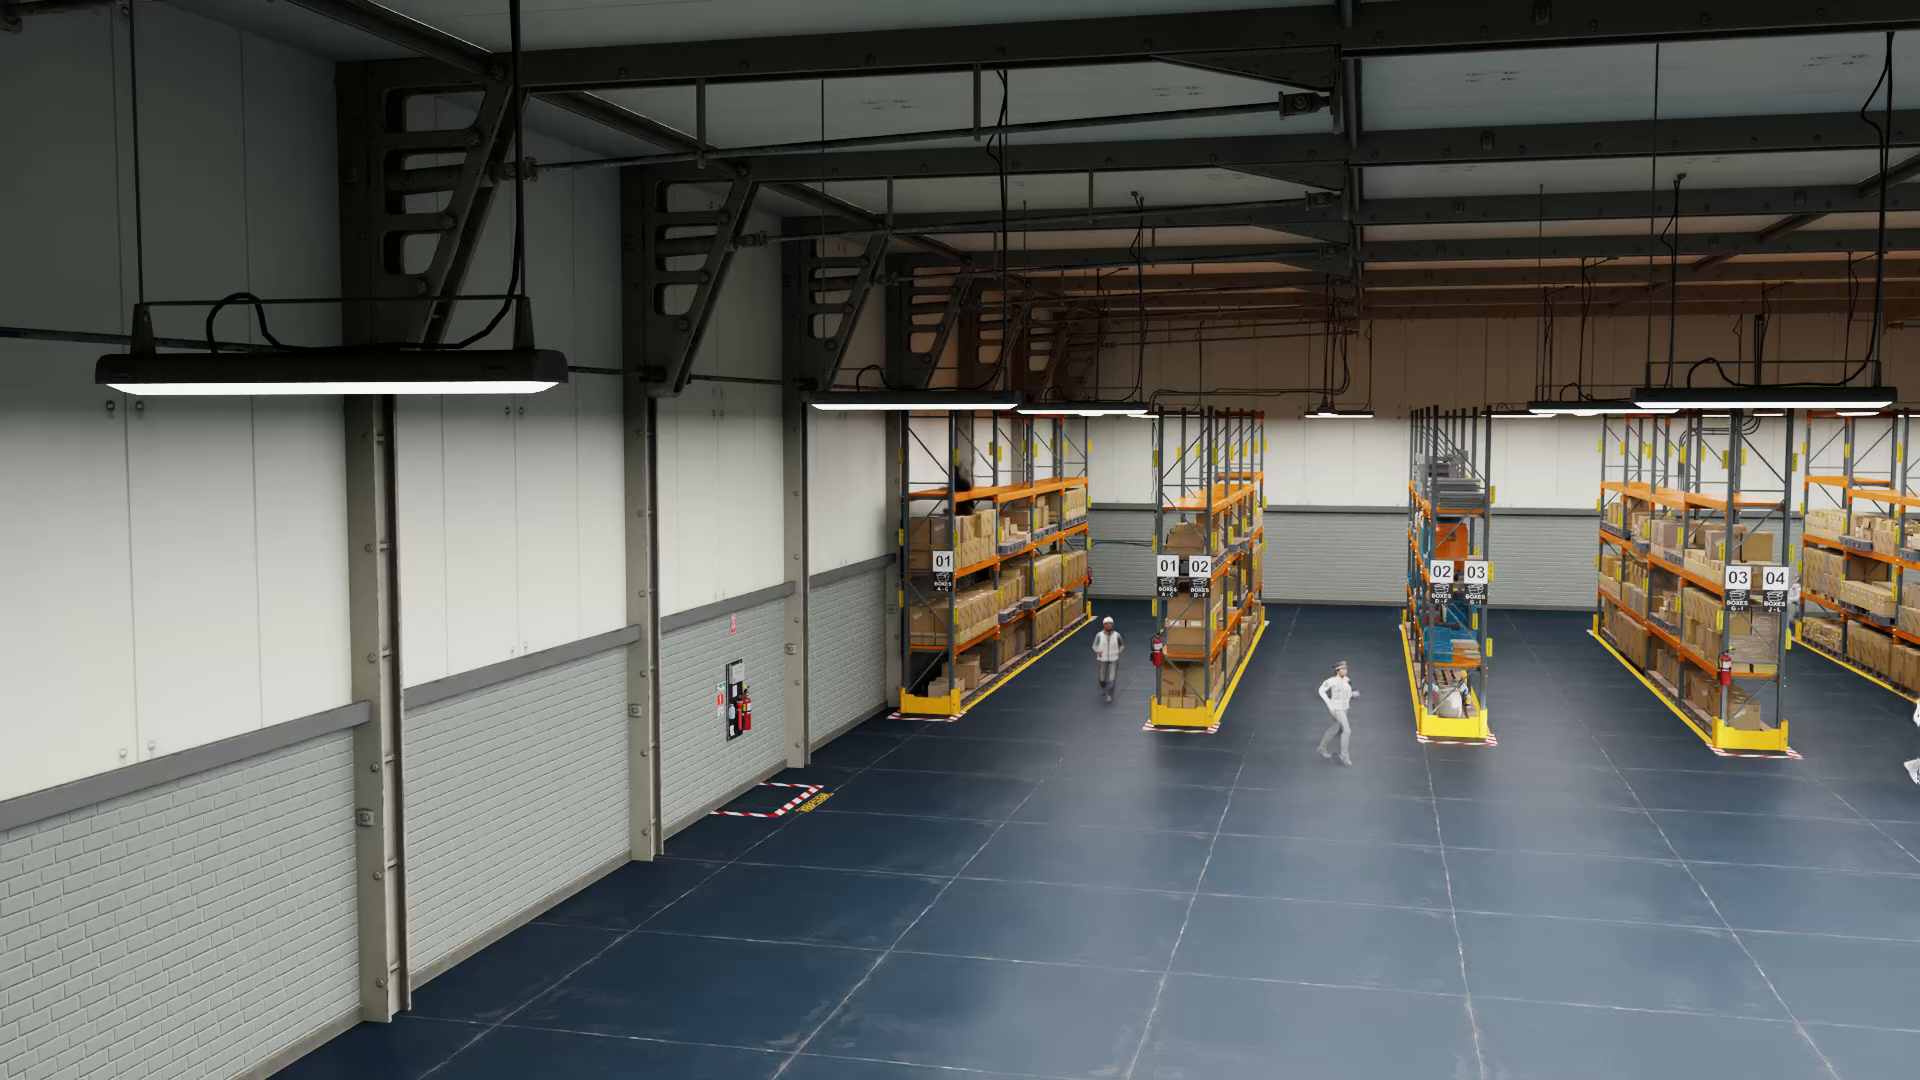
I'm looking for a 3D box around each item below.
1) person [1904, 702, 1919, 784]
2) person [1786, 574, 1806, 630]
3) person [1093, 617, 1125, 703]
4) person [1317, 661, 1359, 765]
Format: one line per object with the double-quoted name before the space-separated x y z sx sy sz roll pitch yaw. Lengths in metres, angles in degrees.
"person" 14.935 3.021 25.549 0.715 1.733 0.798 -3 5 -40
"person" 22.181 1.728 44.255 0.677 1.655 0.677 0 4 7
"person" 3.034 2.431 33.885 0.662 1.724 0.641 0 4 5
"person" 6.360 2.887 27.937 0.741 1.760 0.581 4 6 43
